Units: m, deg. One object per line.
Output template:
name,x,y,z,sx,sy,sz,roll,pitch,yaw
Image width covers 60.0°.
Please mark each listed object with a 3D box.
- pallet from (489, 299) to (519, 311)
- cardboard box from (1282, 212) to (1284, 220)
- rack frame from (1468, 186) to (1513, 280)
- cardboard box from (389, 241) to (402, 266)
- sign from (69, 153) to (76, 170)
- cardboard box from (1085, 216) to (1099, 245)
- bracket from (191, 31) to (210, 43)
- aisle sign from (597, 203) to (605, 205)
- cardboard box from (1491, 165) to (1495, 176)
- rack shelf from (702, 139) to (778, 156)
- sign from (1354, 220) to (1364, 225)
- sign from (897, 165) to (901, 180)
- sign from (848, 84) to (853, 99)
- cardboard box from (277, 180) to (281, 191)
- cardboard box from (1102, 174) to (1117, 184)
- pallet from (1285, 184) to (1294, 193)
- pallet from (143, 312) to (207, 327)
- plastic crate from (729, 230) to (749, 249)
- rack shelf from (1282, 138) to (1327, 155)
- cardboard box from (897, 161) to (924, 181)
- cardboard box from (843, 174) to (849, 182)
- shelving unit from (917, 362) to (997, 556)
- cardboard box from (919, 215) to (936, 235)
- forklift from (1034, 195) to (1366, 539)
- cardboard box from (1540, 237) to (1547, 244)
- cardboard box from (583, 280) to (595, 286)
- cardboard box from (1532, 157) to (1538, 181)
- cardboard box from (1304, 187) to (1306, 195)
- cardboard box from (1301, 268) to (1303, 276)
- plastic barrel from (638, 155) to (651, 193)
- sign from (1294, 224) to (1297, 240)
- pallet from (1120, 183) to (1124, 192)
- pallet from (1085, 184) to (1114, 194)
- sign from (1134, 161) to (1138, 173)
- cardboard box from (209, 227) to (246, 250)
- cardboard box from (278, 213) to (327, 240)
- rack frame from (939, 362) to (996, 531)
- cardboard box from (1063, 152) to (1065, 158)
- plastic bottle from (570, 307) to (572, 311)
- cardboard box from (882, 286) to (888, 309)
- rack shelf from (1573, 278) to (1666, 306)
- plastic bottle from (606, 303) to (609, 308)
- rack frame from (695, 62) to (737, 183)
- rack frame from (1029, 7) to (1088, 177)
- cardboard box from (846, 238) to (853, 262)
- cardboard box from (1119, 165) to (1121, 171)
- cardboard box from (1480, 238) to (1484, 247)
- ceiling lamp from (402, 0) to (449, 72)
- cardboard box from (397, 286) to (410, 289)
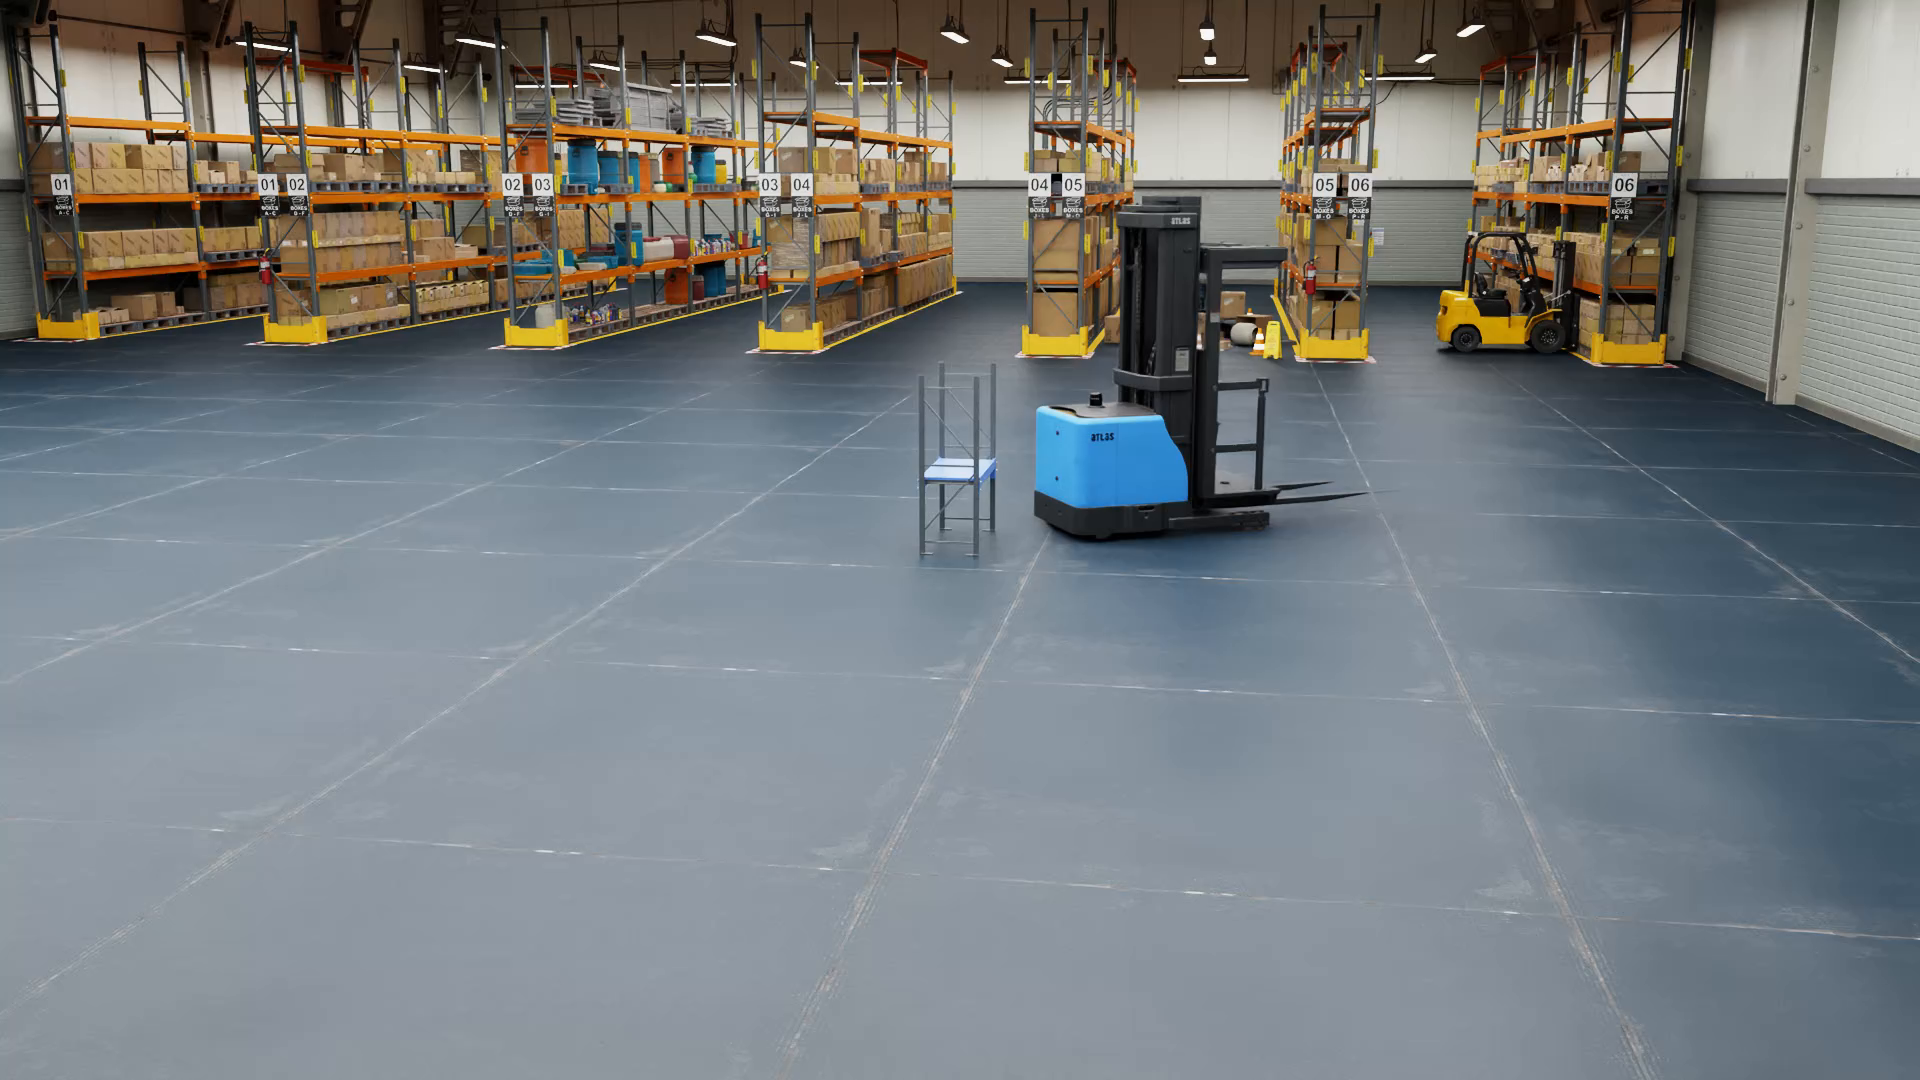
pallet,-11.569,-5.801,40.910,1.003,0.211,1.213,2,12,9
cardboard box,8.429,-8.056,42.145,0.500,0.500,0.500,2,12,9
rack frame,13.994,-7.872,43.903,1.000,3.000,0.127,2,12,9
cardboard box,-12.398,-6.134,35.597,0.700,0.500,0.500,2,12,7
sign,-17.311,-7.380,32.425,0.100,0.325,0.005,2,12,9
cardboard box,2.277,-6.081,32.671,0.875,0.550,0.550,2,12,9
bracket,-17.384,-11.522,38.051,0.235,0.232,0.430,2,12,9
aisle sign,-10.178,-9.950,47.374,0.394,0.787,0.004,2,12,9
cardboard box,13.288,-9.041,40.670,0.500,0.250,0.500,2,12,8
rack shelf,-5.905,-10.483,44.434,1.077,0.370,4.000,2,12,9
sign,11.964,-9.557,49.760,0.339,0.242,0.001,2,12,9
sign,-1.397,-8.389,37.954,0.100,0.325,0.005,2,12,9
sign,-2.482,-10.172,37.741,0.100,0.325,0.005,2,12,9
cardboard box,-16.460,-8.444,39.597,0.500,0.311,0.500,2,12,9
cardboard box,3.303,-8.132,37.750,0.500,0.500,0.500,2,12,9
pallet,7.905,-7.877,37.252,1.213,0.211,1.003,2,12,11
pallet,-17.300,-4.833,36.418,1.003,0.211,1.213,2,12,9
plastic crate,-5.827,-7.920,43.828,0.402,0.464,0.583,2,12,9
rack shelf,8.782,-10.002,42.199,1.077,0.370,4.000,2,12,9
cardboard box,-1.257,-9.455,42.655,0.700,0.500,0.500,1,12,5
cardboard box,-2.414,-7.200,33.074,0.380,0.149,0.250,1,12,7
shelving unit,-0.013,-0.715,14.253,0.538,1.500,1.048,2,12,9
cardboard box,-0.908,-8.153,43.076,0.500,0.500,0.500,2,12,9
forklift,2.248,-1.608,14.999,3.031,2.935,1.130,-4,13,-20
cardboard box,12.113,-6.143,34.103,0.380,0.149,0.250,2,12,7
cardboard box,-10.507,-7.228,46.396,0.500,0.250,0.500,2,12,9
cardboard box,12.412,-7.834,35.131,0.500,0.500,0.500,2,12,9
cardboard box,6.668,-6.556,31.268,0.380,0.149,0.250,2,12,8
cardboard box,6.672,-5.091,31.590,0.380,0.149,0.250,2,12,9
plastic barrel,-7.269,-8.225,37.399,0.600,0.830,0.708,2,12,9
sign,6.695,-6.118,33.012,0.100,0.325,0.005,2,12,9
pallet,3.367,-8.589,40.552,1.213,0.211,1.003,2,12,9
pallet,2.736,-7.512,35.558,1.003,0.211,1.213,2,12,11
sign,4.728,-10.049,44.780,0.100,0.325,0.005,2,12,9
cardboard box,-16.956,-6.960,38.387,0.700,0.500,0.500,4,13,16
cardboard box,-12.859,-6.136,32.526,0.700,0.500,0.500,2,12,9
rack frame,0.065,-0.821,14.744,0.500,1.500,0.032,2,12,9
cardboard box,1.829,-7.438,32.236,0.380,0.149,0.250,2,12,8
plastic bottle,-8.072,-4.676,34.476,0.061,0.283,0.133,2,12,11
cardboard box,-2.017,-5.541,37.975,0.700,0.500,0.500,1,12,6
rack shelf,11.841,-4.606,30.456,1.077,0.370,4.000,2,12,9
plastic bottle,-7.399,-4.797,34.878,0.144,0.351,0.185,2,12,9
rack frame,-6.212,-10.614,42.384,1.000,3.000,0.127,2,12,9
rack frame,1.722,-7.774,29.205,1.000,3.000,0.127,2,12,9
cardboard box,-2.679,-5.958,34.077,0.875,0.500,0.500,2,12,9
cardboard box,3.851,-9.224,41.278,0.380,0.149,0.250,2,12,8
cardboard box,13.449,-7.541,42.015,0.500,0.250,0.500,2,12,7
ceiling lamp,-13.357,-13.524,42.031,0.800,3.185,2.000,2,12,9
cardboard box,-12.484,-5.515,37.161,0.500,0.311,0.500,2,12,10
